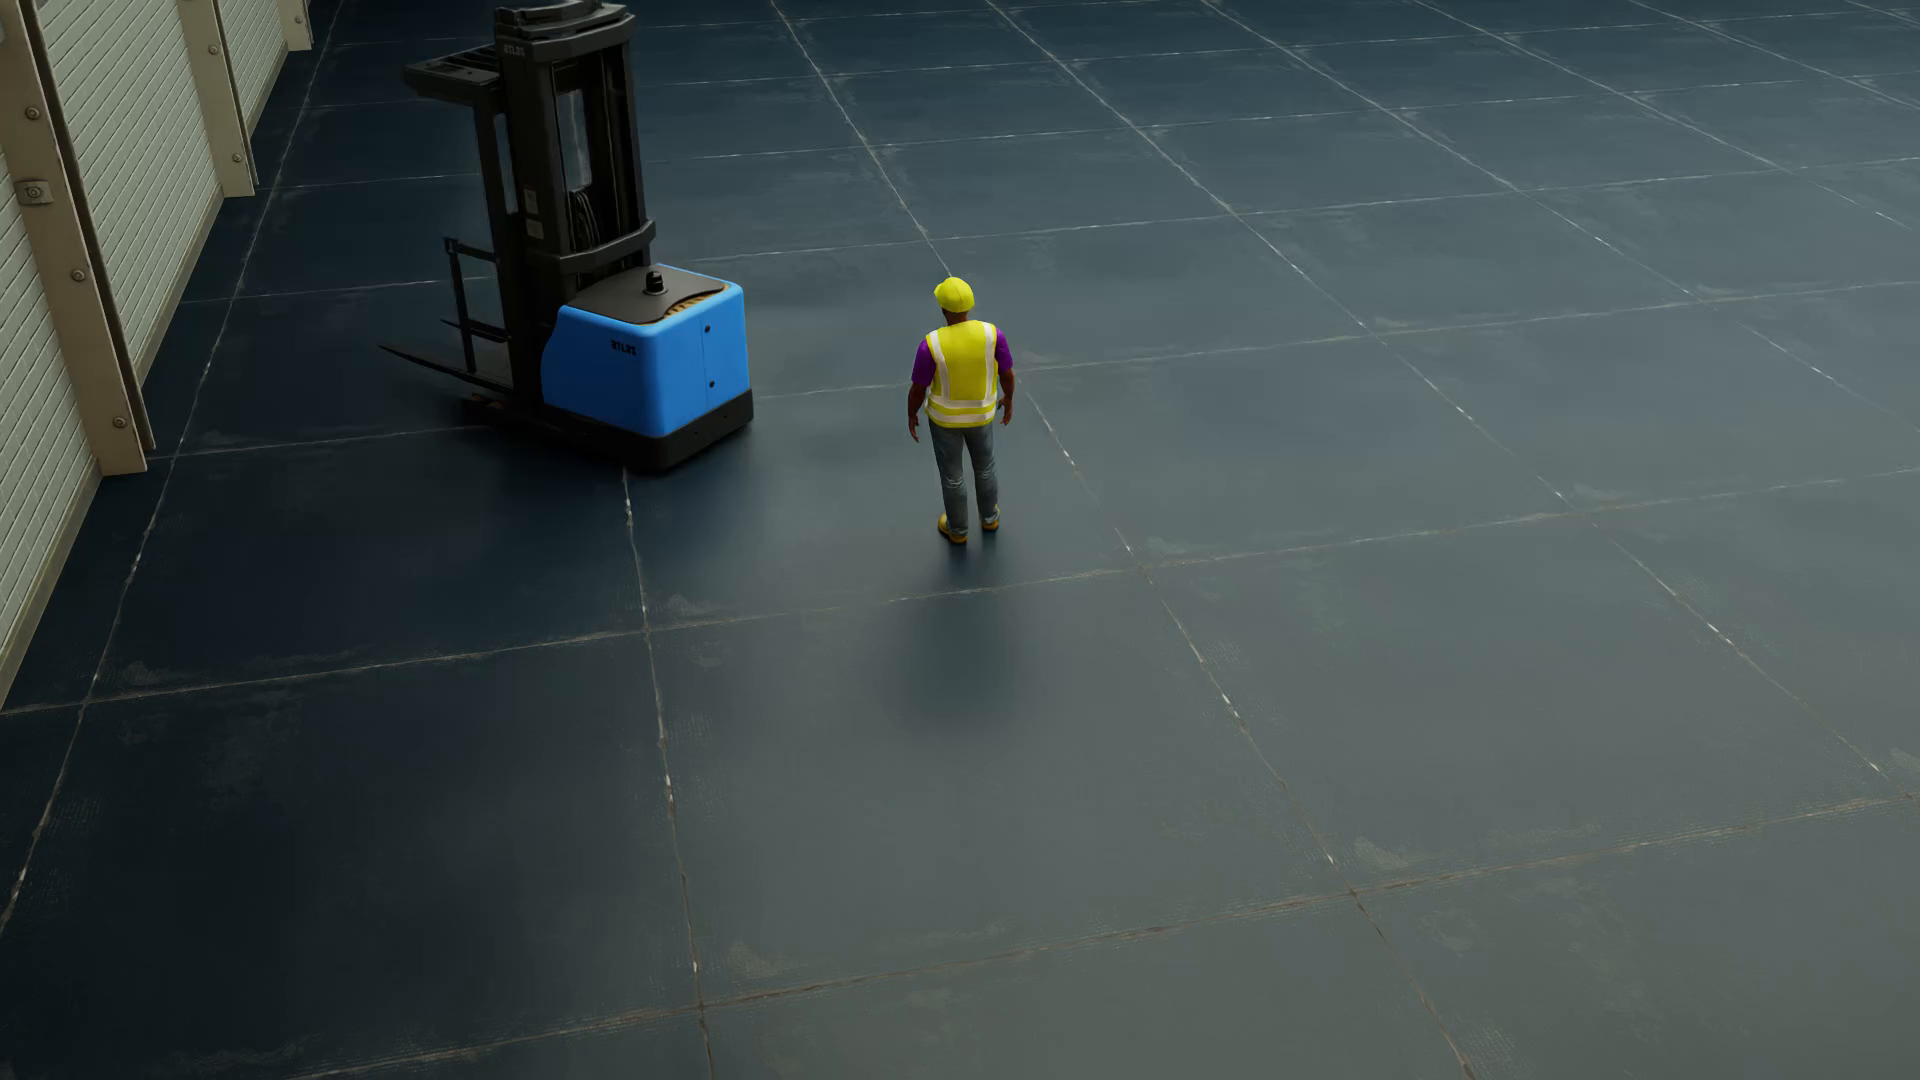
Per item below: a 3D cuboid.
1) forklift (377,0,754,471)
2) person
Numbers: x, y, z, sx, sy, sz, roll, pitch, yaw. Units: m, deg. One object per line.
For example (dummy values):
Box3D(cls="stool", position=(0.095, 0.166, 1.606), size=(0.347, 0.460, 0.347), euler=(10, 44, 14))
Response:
Box3D(cls="forklift", position=(-2.985, -2.292, 11.533), size=(3.031, 2.935, 1.130), euler=(18, 35, 28))
Box3D(cls="person", position=(-0.010, -0.805, 10.113), size=(0.665, 1.765, 0.577), euler=(-7, 31, -12))
